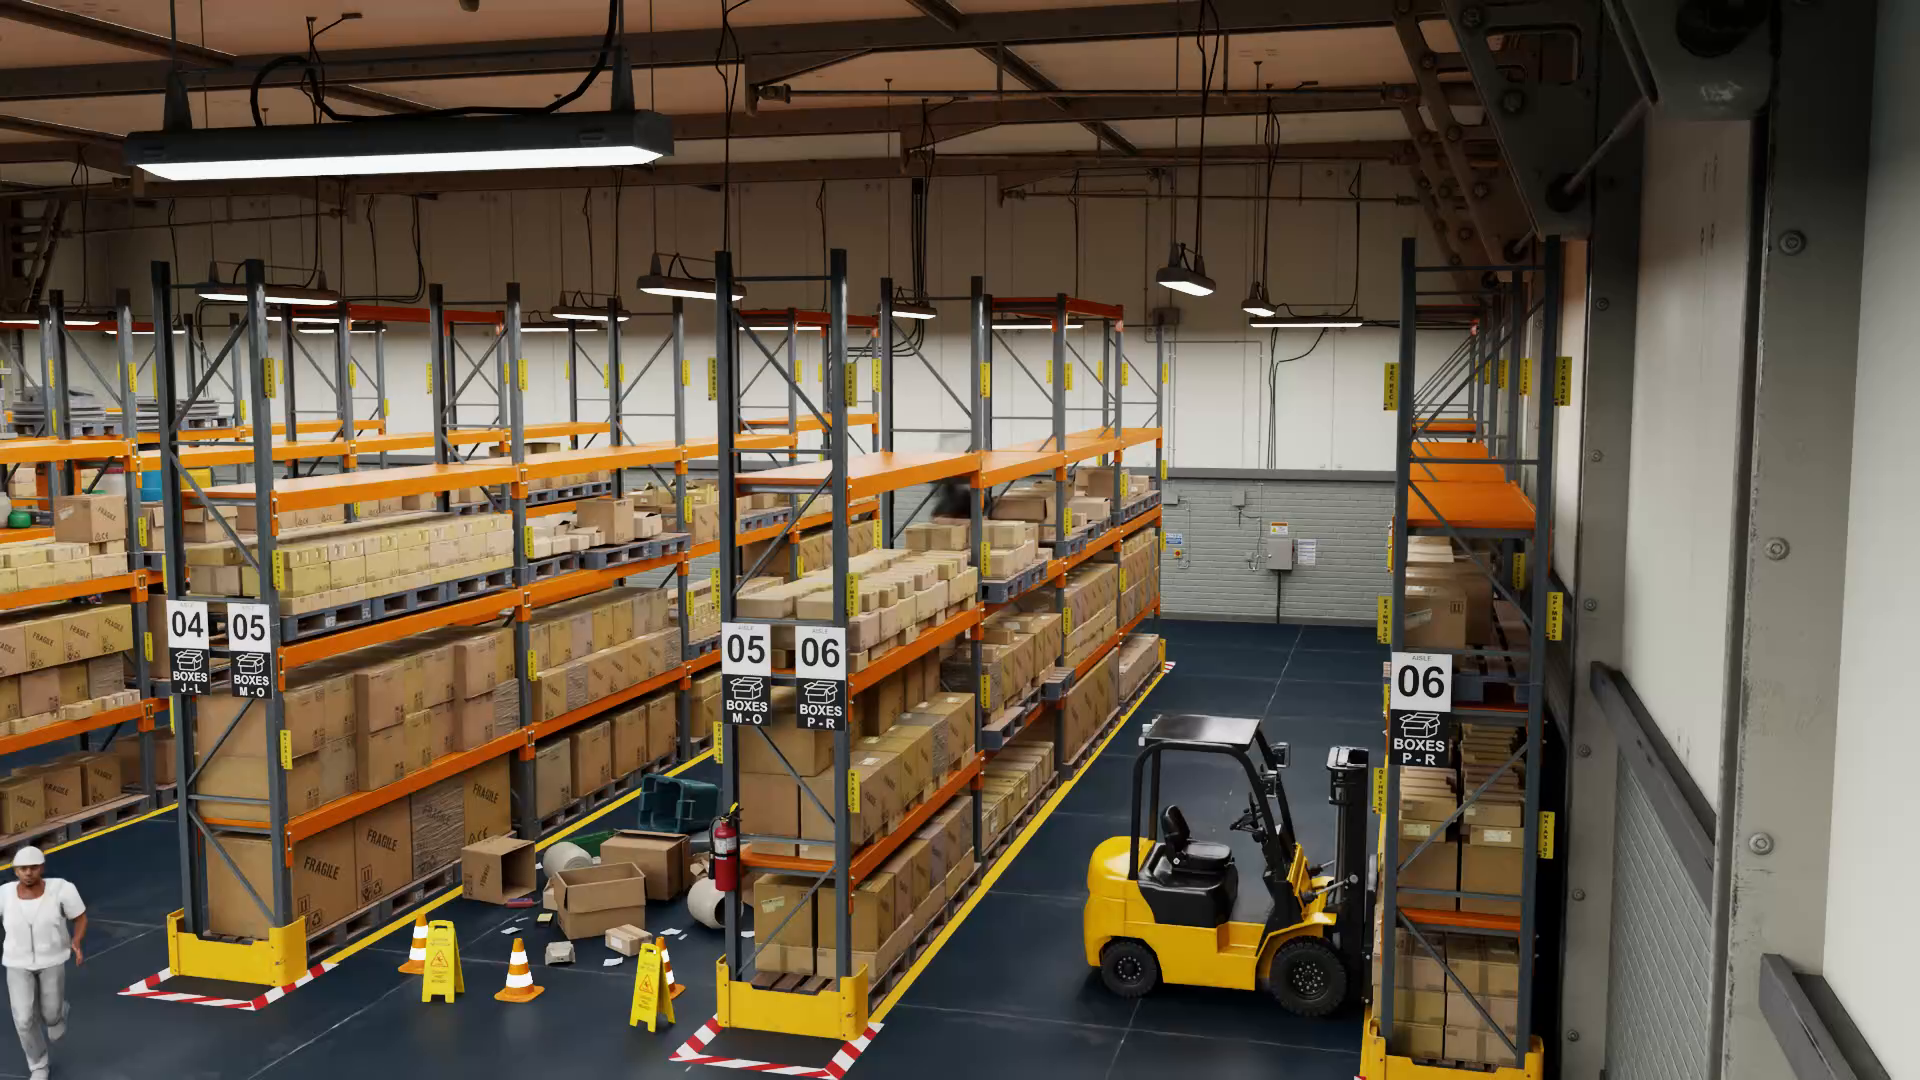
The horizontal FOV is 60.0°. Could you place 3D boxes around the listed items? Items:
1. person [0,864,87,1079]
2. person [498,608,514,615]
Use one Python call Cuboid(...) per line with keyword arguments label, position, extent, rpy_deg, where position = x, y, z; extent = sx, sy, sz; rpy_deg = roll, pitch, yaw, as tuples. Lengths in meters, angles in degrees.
Cuboid(label="person", position=(-6.723, 3.058, 12.106), extent=(0.685, 1.683, 0.753), rpy_deg=(-3, 7, -24))
Cuboid(label="person", position=(-6.581, 1.373, 24.104), extent=(0.395, 0.841, 0.329), rpy_deg=(1, 6, 13))
